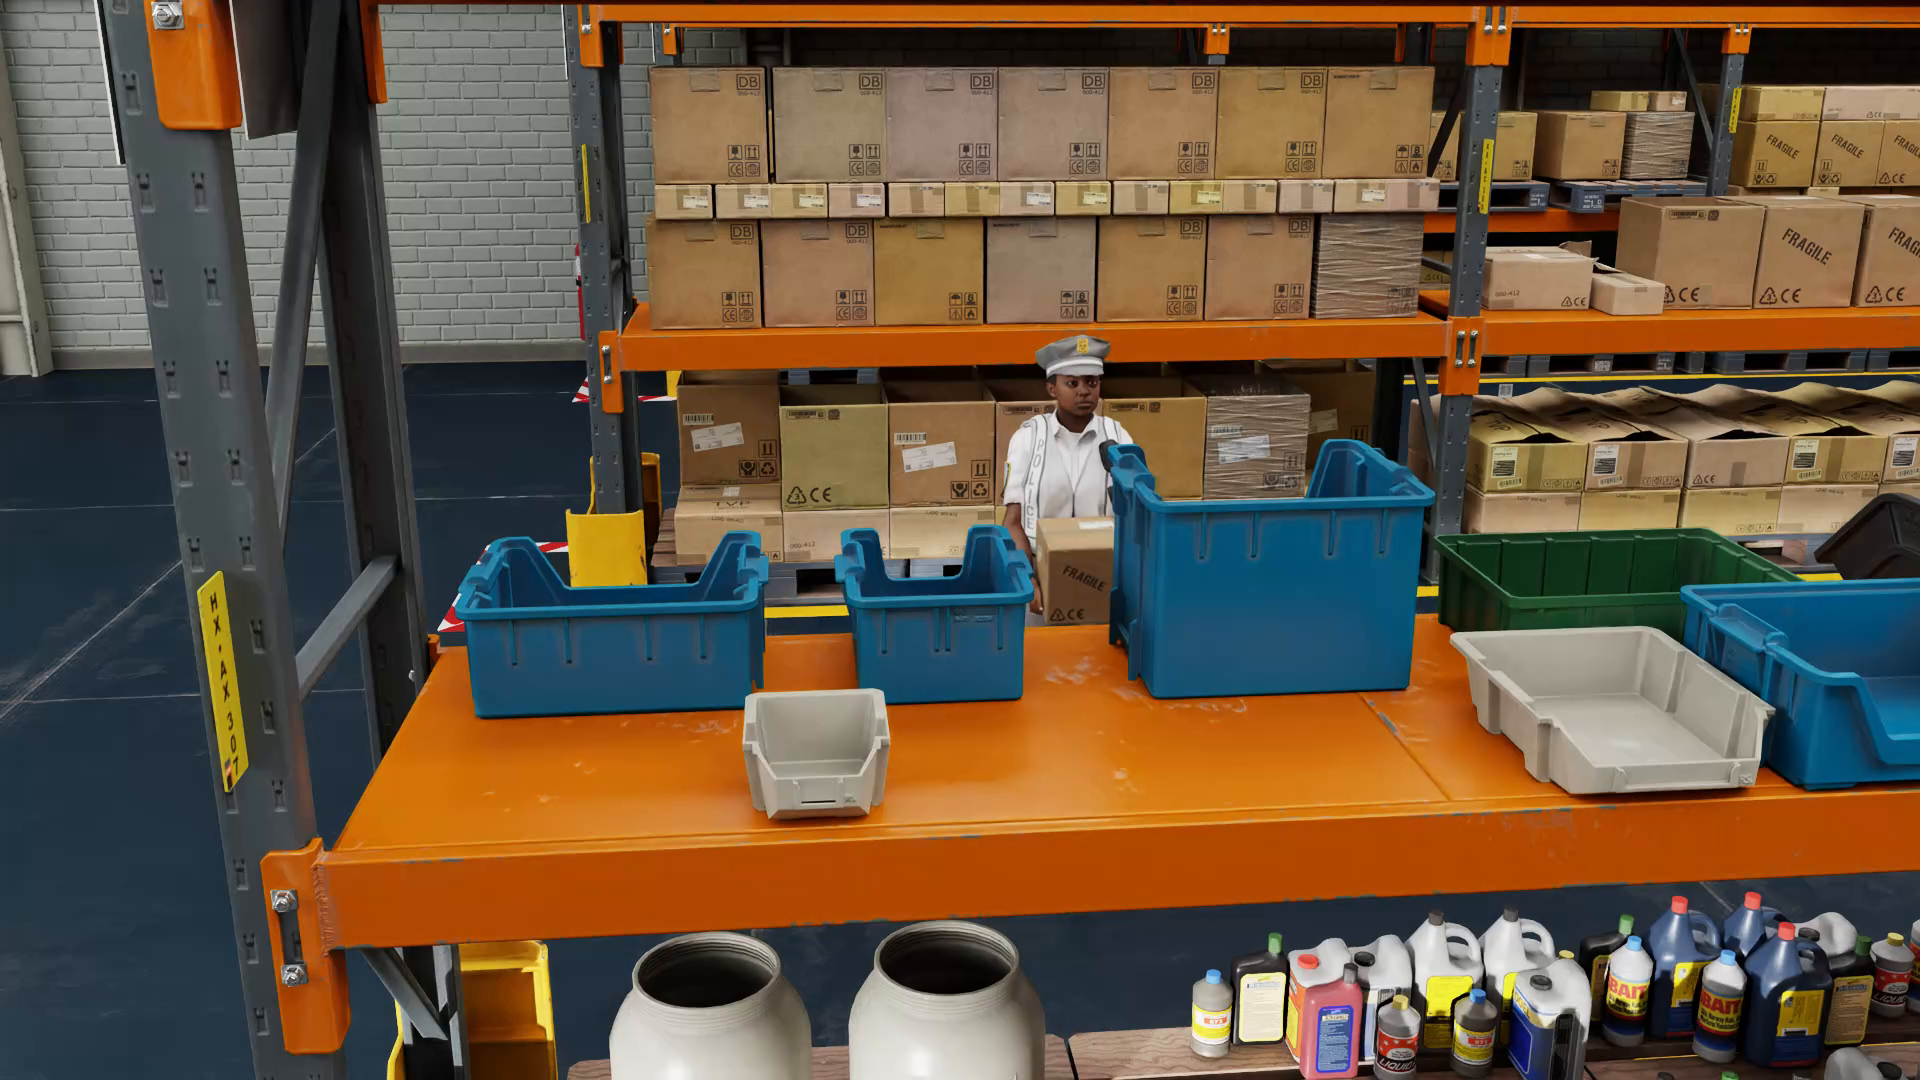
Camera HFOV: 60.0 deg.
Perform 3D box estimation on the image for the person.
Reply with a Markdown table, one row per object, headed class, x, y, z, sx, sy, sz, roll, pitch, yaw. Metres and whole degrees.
| class | x | y | z | sx | sy | sz | roll | pitch | yaw |
| --- | --- | --- | --- | --- | --- | --- | --- | --- | --- |
| person | 0.360 | 0.185 | 5.380 | 0.449 | 1.689 | 0.533 | -2 | 17 | -6 |
